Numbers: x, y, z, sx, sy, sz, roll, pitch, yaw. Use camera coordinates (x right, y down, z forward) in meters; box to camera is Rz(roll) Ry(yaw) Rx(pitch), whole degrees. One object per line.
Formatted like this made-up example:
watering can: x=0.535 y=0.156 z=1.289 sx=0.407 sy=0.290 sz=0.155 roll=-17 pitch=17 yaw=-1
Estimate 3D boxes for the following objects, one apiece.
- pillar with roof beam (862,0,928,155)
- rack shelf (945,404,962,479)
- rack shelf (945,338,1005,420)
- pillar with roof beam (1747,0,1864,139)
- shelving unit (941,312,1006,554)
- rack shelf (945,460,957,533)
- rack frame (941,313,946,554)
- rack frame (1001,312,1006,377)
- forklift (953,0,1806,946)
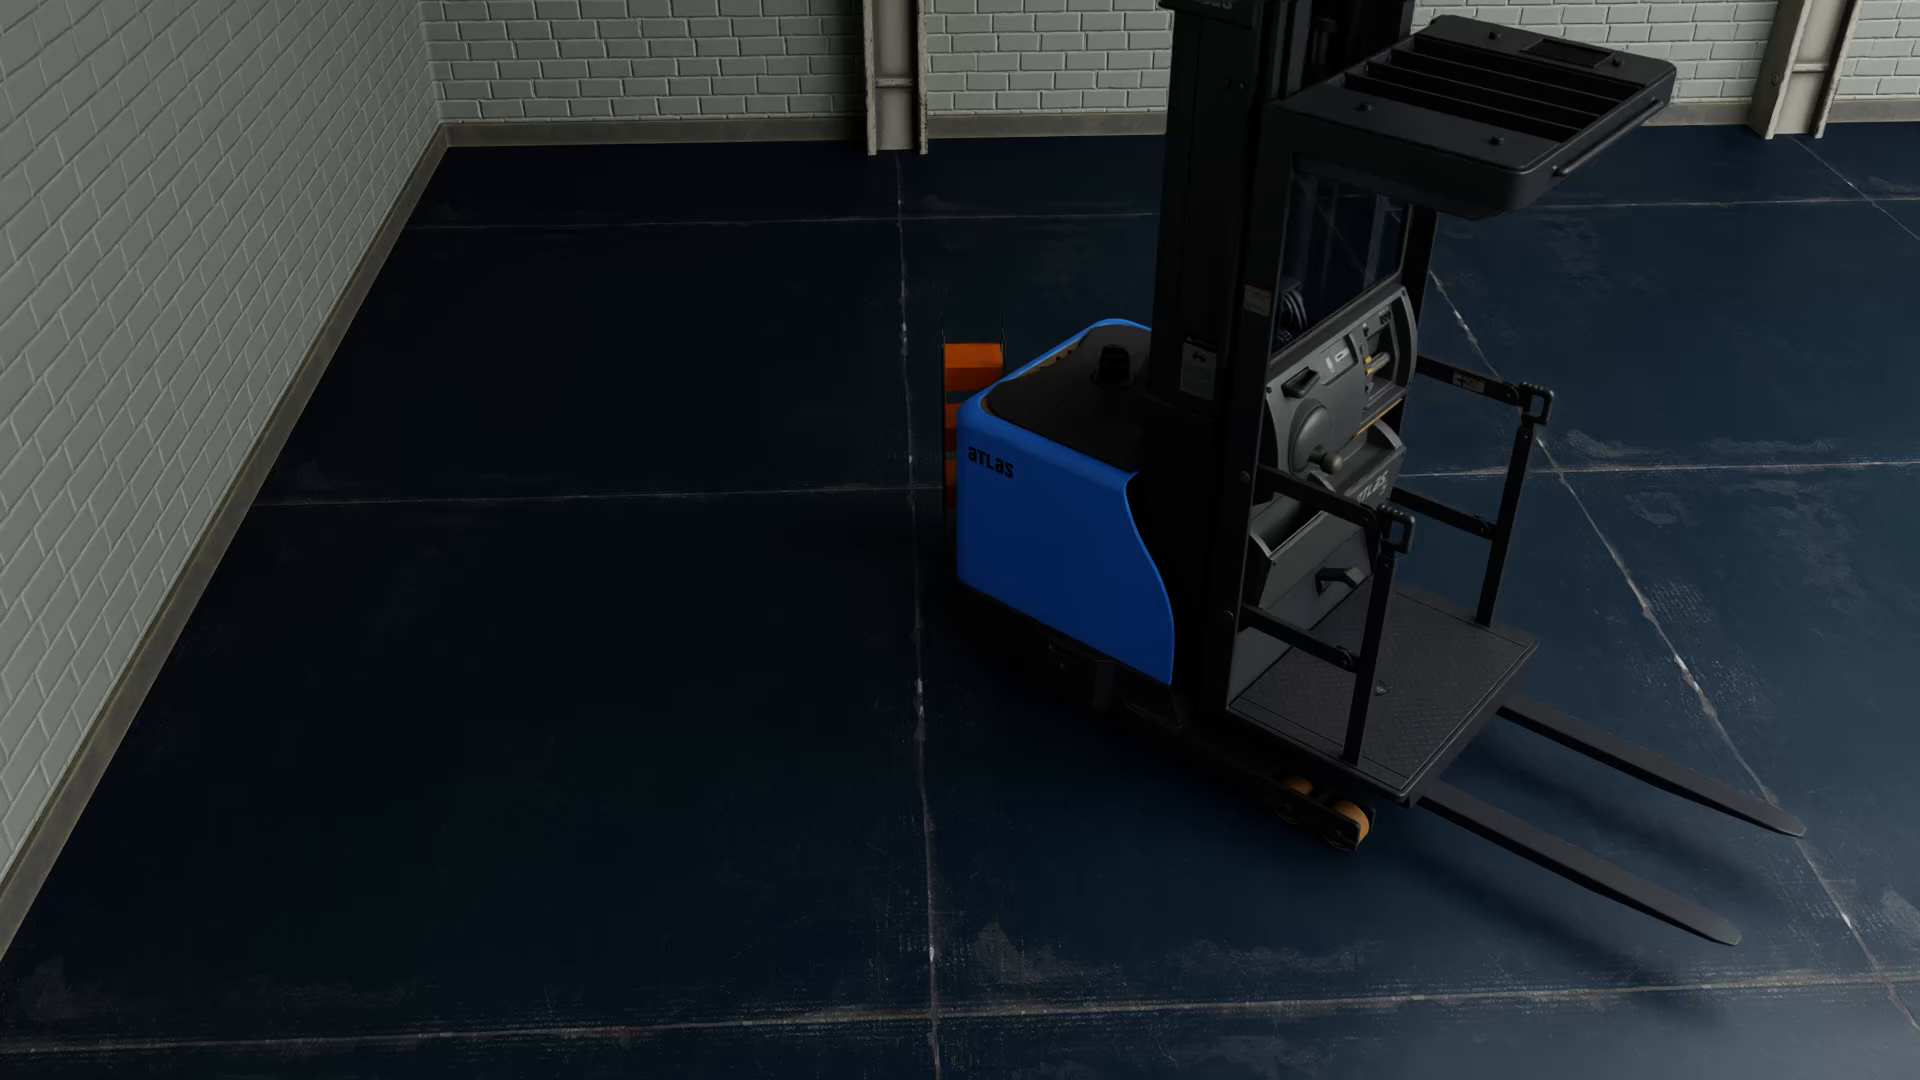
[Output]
pillar with roof beam: x=-0.214 y=-3.869 z=4.932 sx=0.400 sy=9.000 sz=9.100 roll=-2 pitch=35 yaw=-2
rack shelf: x=0.053 y=-0.424 z=6.959 sx=0.240 sy=0.259 sz=0.215 roll=-2 pitch=35 yaw=-2
rack shelf: x=0.053 y=-0.658 z=6.798 sx=0.240 sy=0.259 sz=0.215 roll=-2 pitch=35 yaw=-2
pillar with roof beam: x=5.780 y=-4.030 z=5.166 sx=0.400 sy=9.000 sz=9.100 roll=-2 pitch=35 yaw=-2
shelving unit: x=0.053 y=-0.433 z=6.953 sx=0.252 sy=1.050 sz=0.215 roll=-2 pitch=35 yaw=-2
rack shelf: x=0.053 y=-0.196 z=7.117 sx=0.240 sy=0.259 sz=0.215 roll=-2 pitch=35 yaw=-2
rack frame: x=-0.068 y=-0.430 z=6.949 sx=0.008 sy=1.050 sz=0.200 roll=-2 pitch=35 yaw=-2
rack frame: x=0.175 y=-0.436 z=6.958 sx=0.008 sy=1.050 sz=0.200 roll=-2 pitch=35 yaw=-2
forklift: x=1.424 y=-0.484 z=5.374 sx=3.031 sy=2.935 sz=1.130 roll=26 pitch=42 yaw=32
